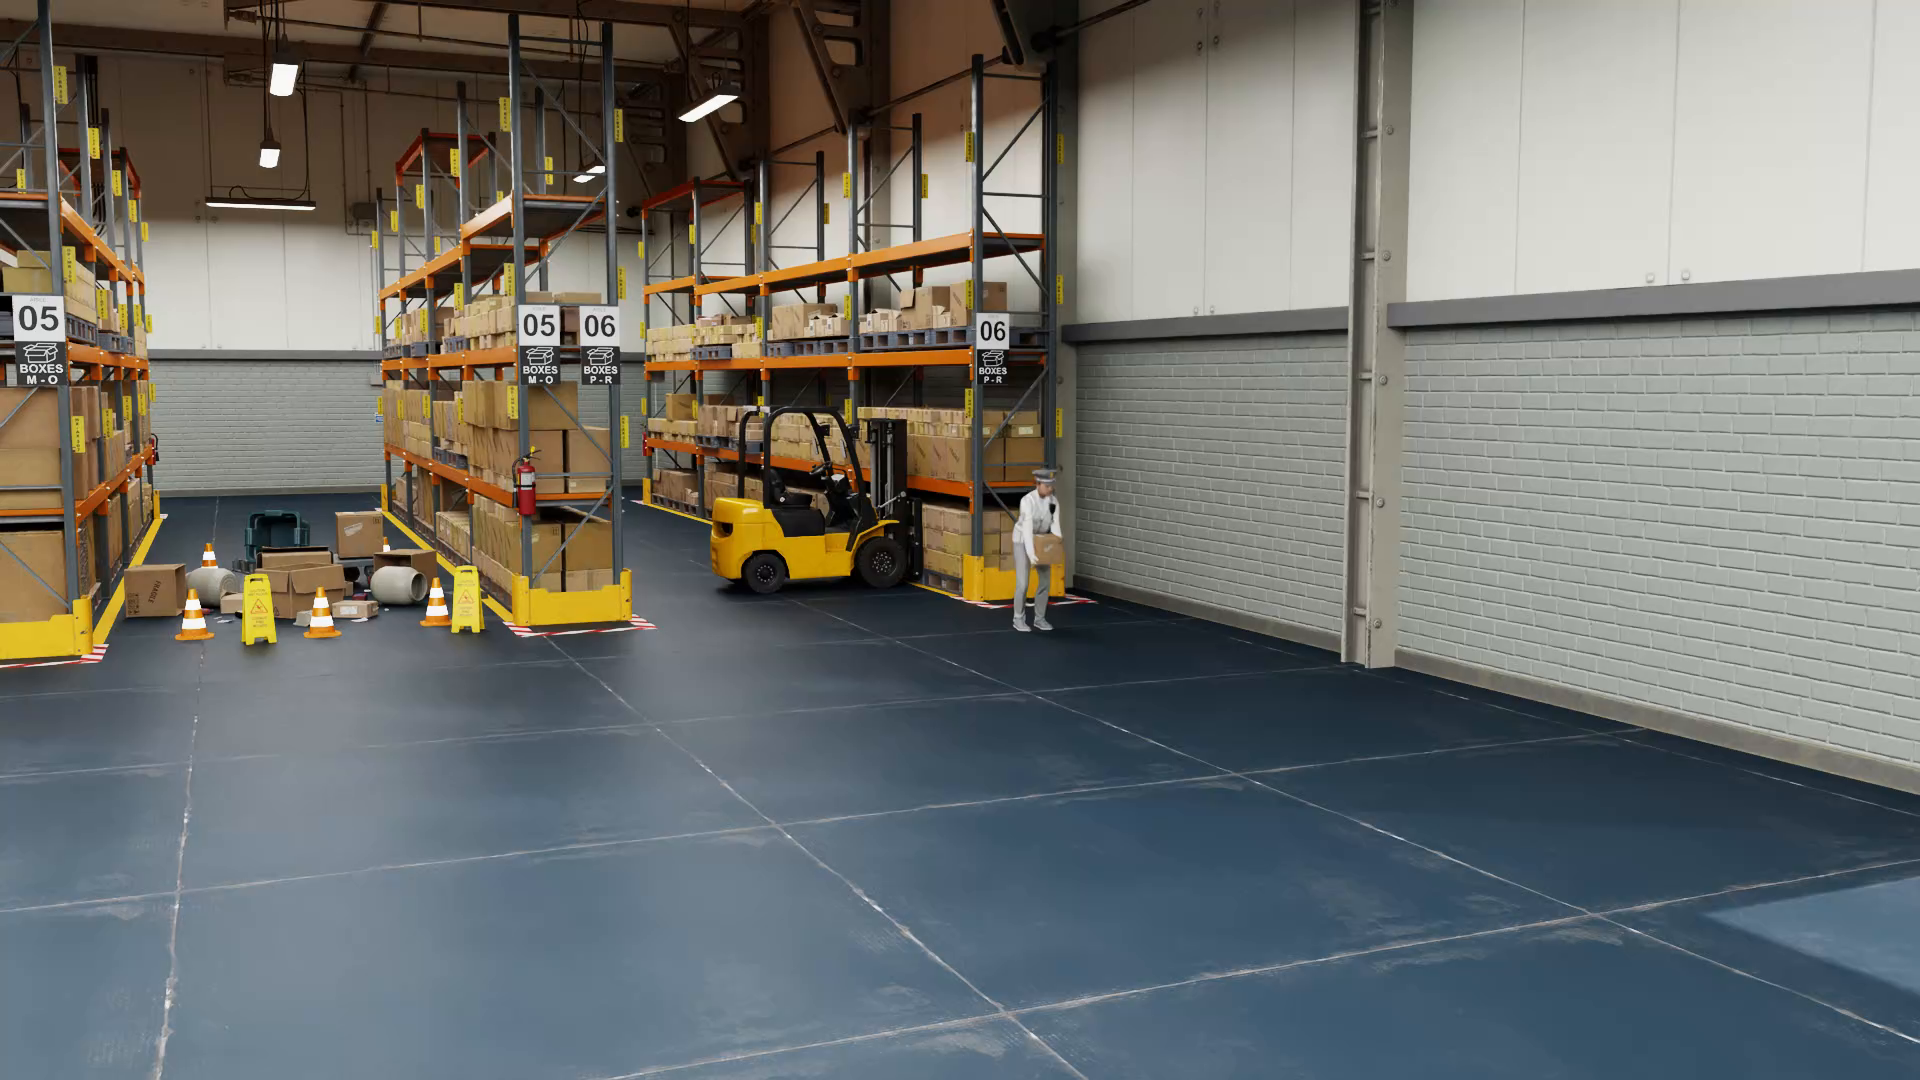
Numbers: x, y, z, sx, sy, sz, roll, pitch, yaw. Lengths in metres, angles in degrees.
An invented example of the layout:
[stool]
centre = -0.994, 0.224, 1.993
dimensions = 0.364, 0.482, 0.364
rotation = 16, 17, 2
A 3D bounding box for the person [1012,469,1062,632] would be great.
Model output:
[person]
centre = 0.764, 0.099, 16.324
dimensions = 0.409, 1.605, 0.569
rotation = -3, 6, -25
